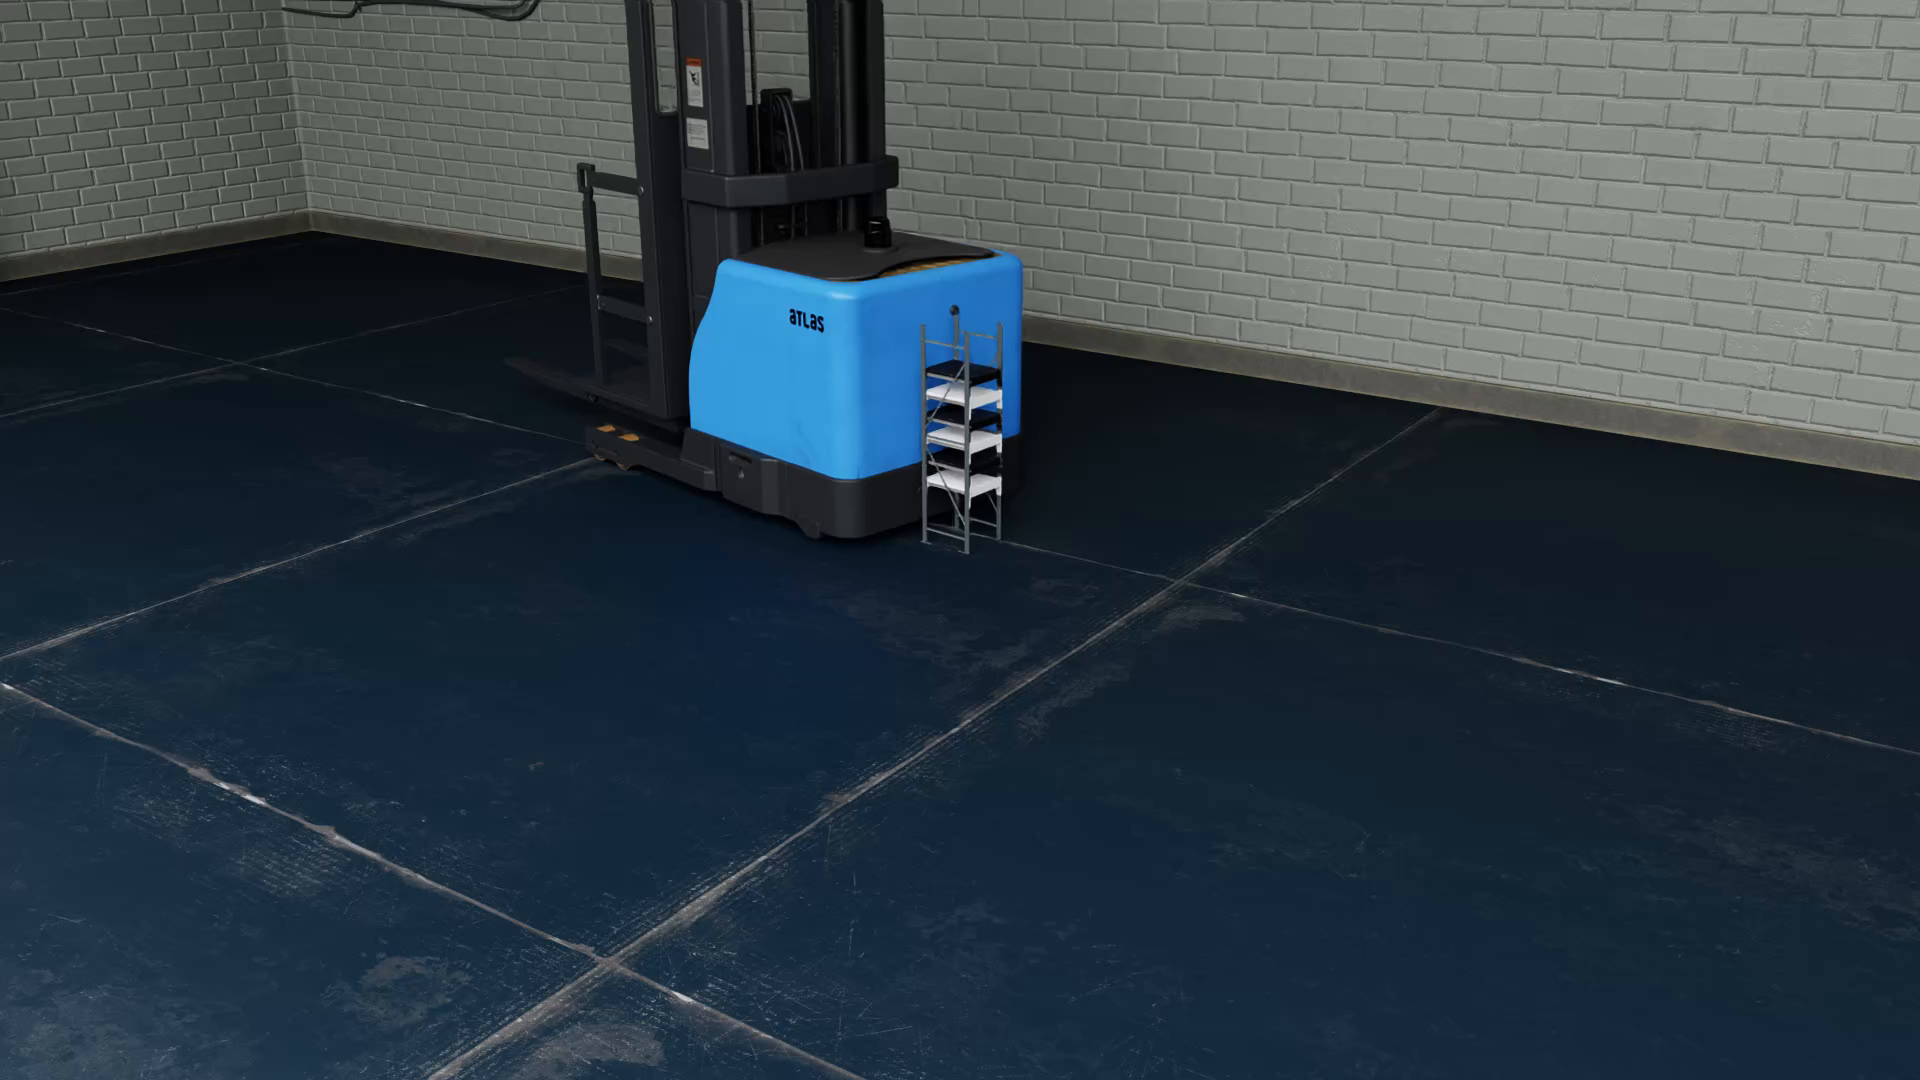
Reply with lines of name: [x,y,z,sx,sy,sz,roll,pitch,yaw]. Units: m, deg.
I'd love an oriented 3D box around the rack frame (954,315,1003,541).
rack frame: [0.072,-0.443,6.664,0.240,0.900,0.006,16,26,37]

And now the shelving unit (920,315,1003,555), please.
shelving unit: [0.007,-0.416,6.590,0.258,0.900,0.210,16,26,37]

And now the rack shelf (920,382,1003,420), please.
rack shelf: [0.007,-0.553,6.539,0.258,0.077,0.200,16,26,37]

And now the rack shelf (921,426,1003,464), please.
rack shelf: [0.007,-0.384,6.602,0.258,0.077,0.200,16,26,37]

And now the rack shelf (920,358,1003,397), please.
rack shelf: [0.007,-0.637,6.508,0.258,0.077,0.200,16,26,37]

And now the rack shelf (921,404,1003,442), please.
rack shelf: [0.007,-0.469,6.570,0.258,0.077,0.200,16,26,37]

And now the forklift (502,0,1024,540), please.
forklift: [-1.104,-1.803,7.414,1.130,2.935,3.031,-18,27,-40]

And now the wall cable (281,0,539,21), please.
wall cable: [-4.122,-5.010,11.815,3.097,2.526,0.112,13,24,32]

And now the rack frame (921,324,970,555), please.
rack frame: [-0.057,-0.388,6.517,0.240,0.900,0.006,16,26,37]

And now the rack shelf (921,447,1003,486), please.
rack shelf: [0.008,-0.300,6.633,0.258,0.077,0.200,16,26,37]

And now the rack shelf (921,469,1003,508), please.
rack shelf: [0.008,-0.216,6.665,0.258,0.077,0.200,16,26,37]
